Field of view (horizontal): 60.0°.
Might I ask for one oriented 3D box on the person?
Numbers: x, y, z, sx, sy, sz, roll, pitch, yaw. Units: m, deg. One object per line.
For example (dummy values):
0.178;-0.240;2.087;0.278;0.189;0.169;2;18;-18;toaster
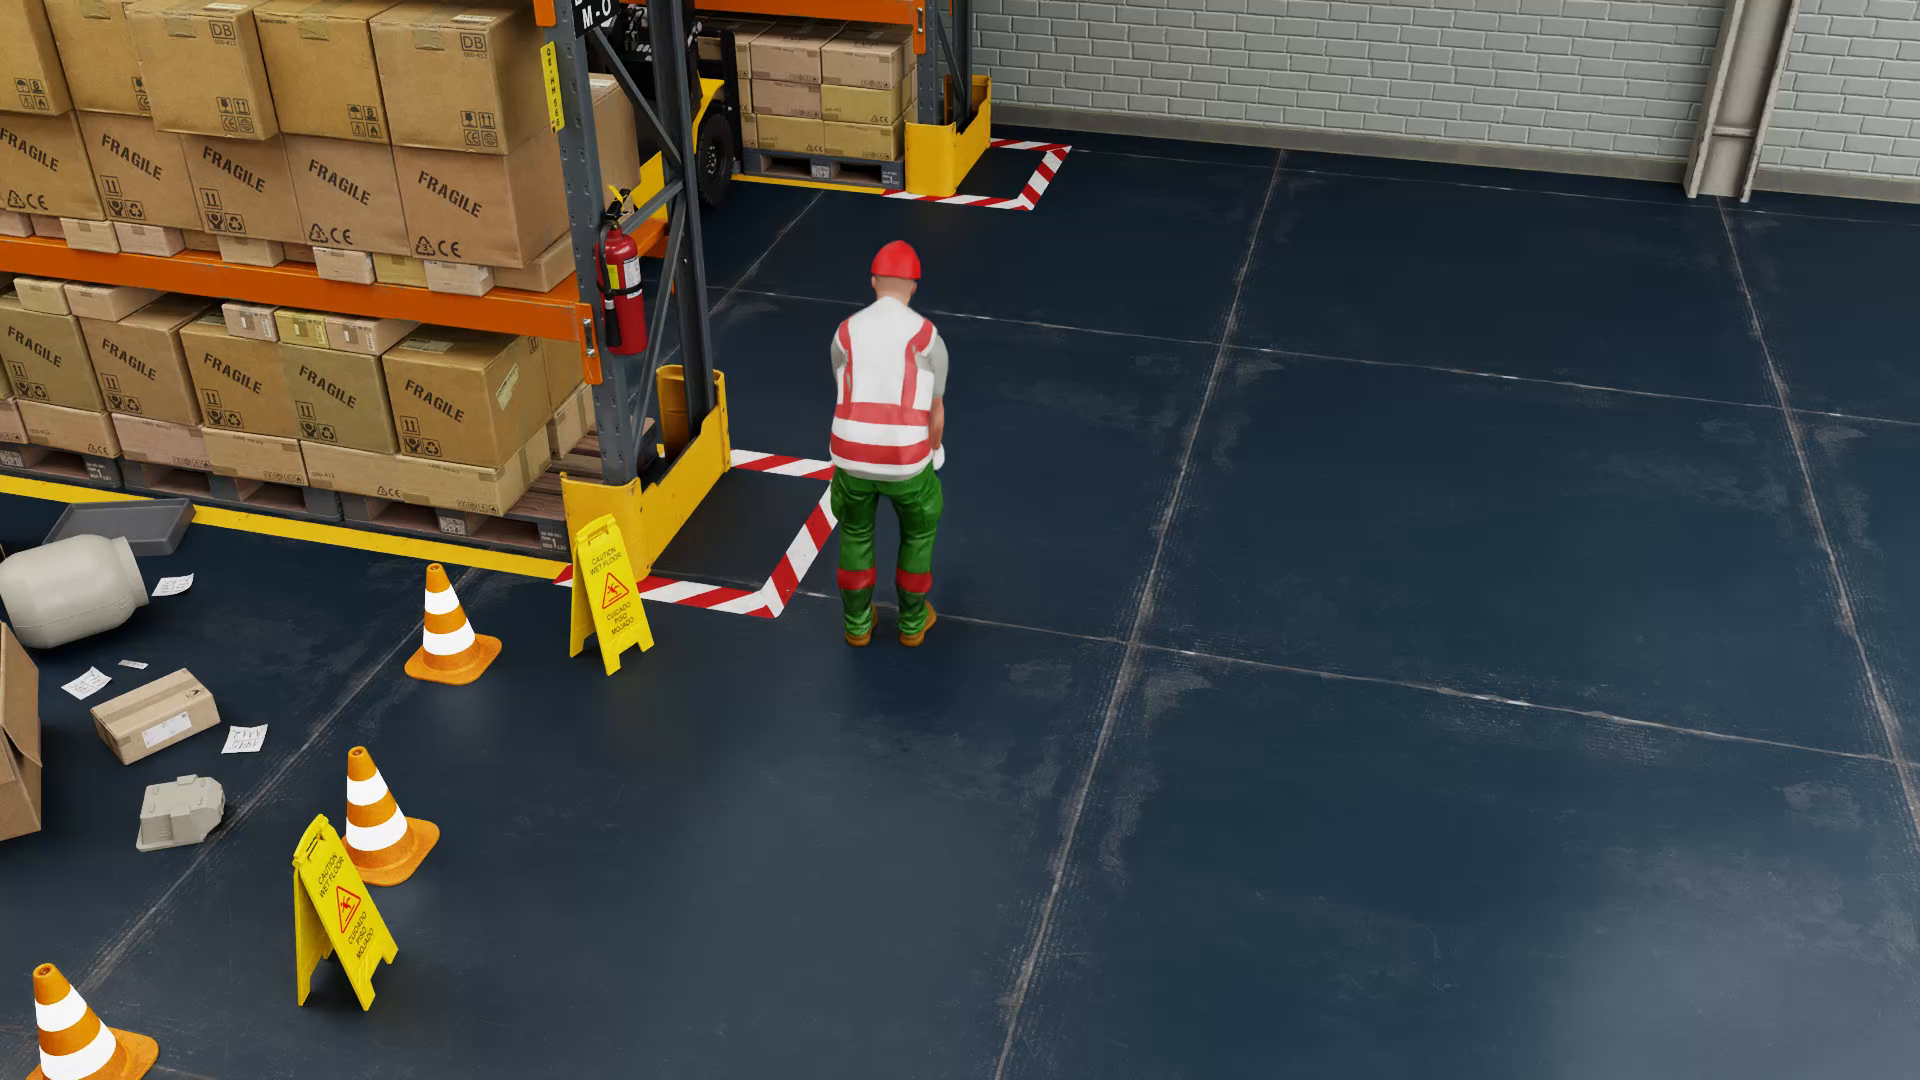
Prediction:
-0.286;-0.370;6.819;0.478;1.655;0.714;6;33;9;person
